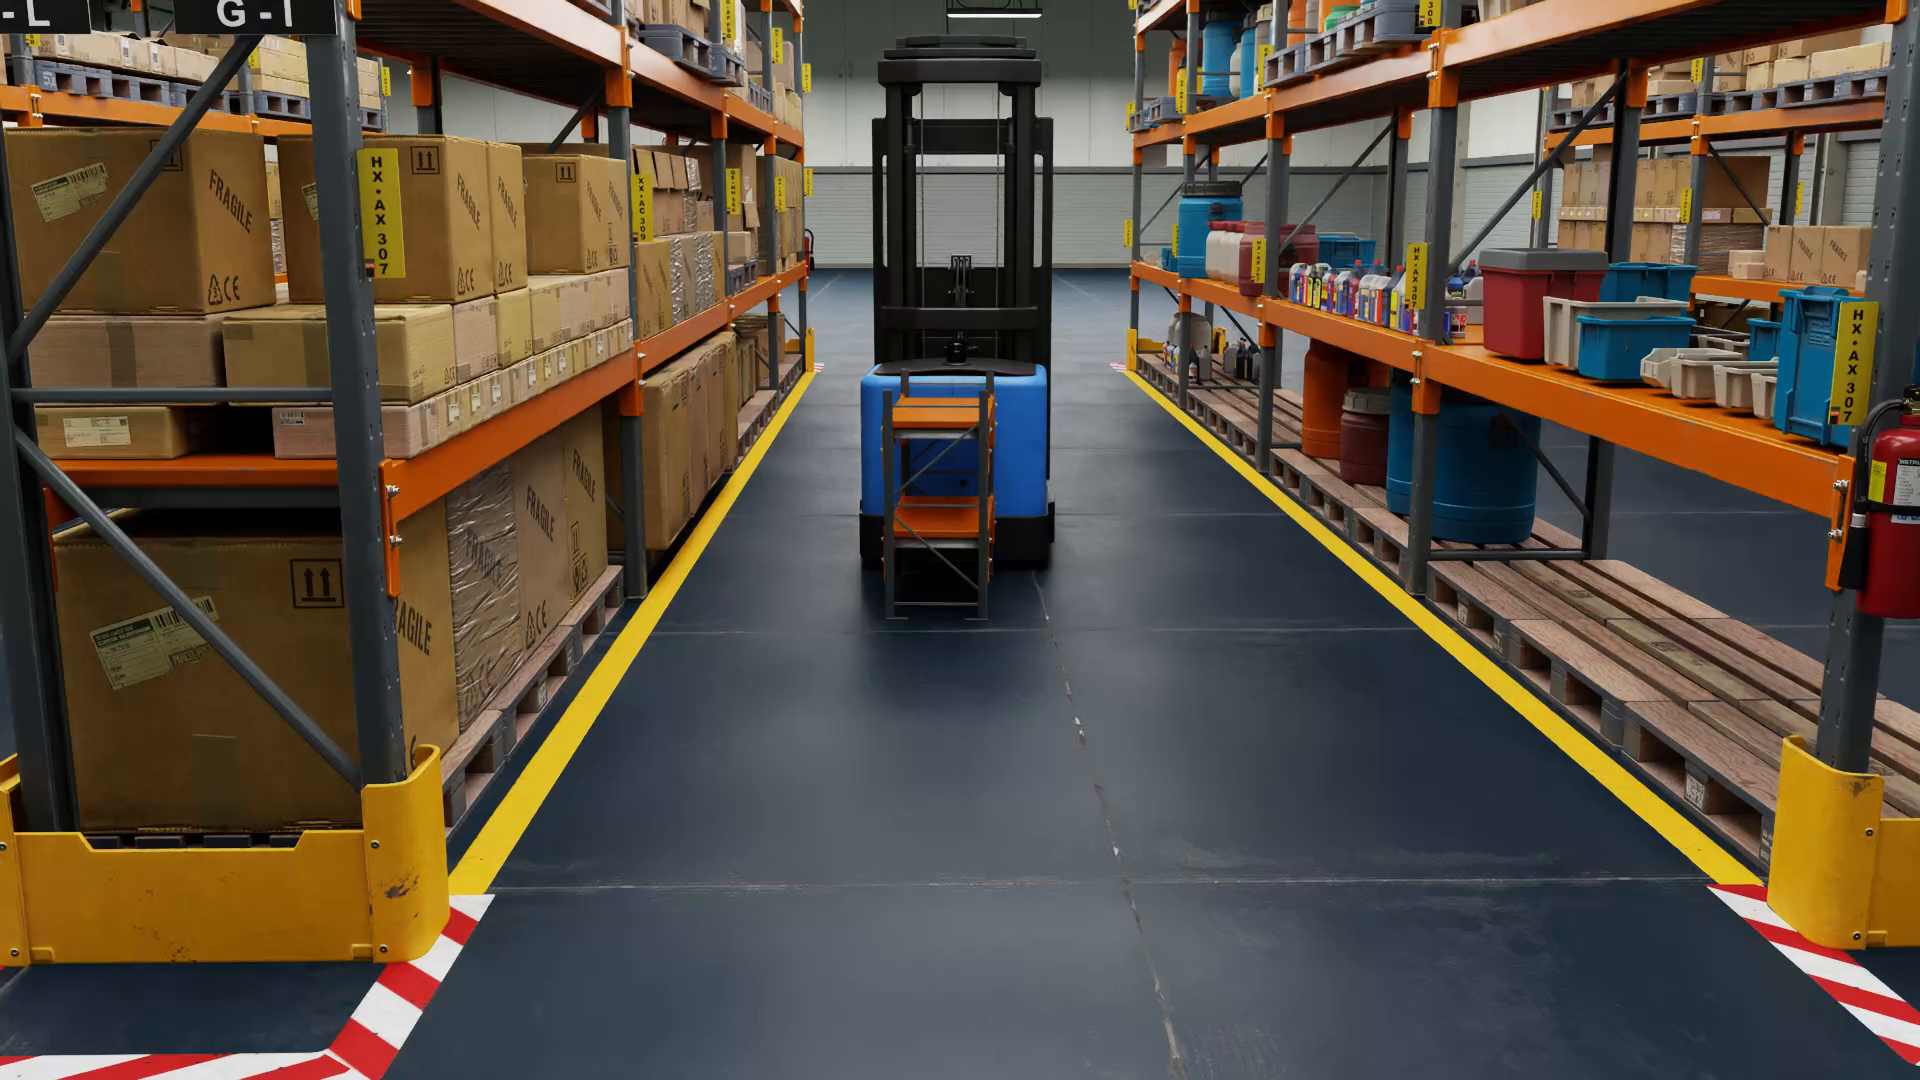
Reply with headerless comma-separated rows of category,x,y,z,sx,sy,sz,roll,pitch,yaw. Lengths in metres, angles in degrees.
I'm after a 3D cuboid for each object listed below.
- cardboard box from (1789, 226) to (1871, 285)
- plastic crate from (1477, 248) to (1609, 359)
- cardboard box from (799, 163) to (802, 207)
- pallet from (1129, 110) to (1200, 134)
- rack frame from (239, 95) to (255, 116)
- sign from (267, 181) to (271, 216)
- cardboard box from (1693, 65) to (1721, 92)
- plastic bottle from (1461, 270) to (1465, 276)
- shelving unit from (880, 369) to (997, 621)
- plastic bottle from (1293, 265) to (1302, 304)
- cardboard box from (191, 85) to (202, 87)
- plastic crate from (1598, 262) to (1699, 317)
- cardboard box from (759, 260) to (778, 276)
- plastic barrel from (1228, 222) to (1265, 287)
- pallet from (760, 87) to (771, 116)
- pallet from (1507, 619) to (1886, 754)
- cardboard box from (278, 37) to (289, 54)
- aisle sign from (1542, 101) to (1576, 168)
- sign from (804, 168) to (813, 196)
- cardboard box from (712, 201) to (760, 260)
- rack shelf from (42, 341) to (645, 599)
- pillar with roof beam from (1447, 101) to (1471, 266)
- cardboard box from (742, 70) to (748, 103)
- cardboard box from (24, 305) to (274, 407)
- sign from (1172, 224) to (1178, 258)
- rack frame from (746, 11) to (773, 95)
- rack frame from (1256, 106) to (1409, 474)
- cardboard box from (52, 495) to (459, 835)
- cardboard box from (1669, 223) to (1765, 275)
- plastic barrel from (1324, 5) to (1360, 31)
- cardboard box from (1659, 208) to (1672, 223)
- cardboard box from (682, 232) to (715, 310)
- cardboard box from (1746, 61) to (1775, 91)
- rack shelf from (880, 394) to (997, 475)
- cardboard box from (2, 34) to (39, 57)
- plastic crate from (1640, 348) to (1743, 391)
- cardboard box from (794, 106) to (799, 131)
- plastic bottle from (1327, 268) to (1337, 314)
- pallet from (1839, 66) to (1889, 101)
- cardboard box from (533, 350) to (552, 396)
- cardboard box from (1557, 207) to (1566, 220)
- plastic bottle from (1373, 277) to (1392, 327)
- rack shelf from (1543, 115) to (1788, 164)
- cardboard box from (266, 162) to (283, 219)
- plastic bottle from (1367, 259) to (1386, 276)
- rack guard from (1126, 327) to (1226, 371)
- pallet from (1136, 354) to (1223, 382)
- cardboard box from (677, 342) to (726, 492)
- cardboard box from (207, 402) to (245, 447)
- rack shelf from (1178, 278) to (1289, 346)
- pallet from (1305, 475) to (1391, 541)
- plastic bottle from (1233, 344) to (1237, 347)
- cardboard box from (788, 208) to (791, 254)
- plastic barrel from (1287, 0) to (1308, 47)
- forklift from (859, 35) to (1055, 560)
cardboard box,7.641,-2.489,14.531,0.500,0.500,0.500,0,11,-1
plastic crate,2.600,-1.069,7.473,0.402,0.464,0.583,0,11,-1
cardboard box,-2.109,-4.128,19.350,0.500,0.500,0.500,0,11,-1
pallet,2.504,-4.785,19.031,1.003,0.211,1.213,0,11,-1
rack frame,-7.246,-2.757,16.102,1.000,3.000,0.127,0,11,-1
sign,-6.703,-3.289,16.016,0.100,0.325,0.005,0,11,-1
cardboard box,7.862,-4.706,16.984,0.500,0.311,0.500,-1,12,-4
plastic bottle,3.154,-1.556,10.476,0.061,0.283,0.133,0,11,-1
shelving unit,-0.092,-0.263,8.527,0.538,1.125,1.048,1,11,3
plastic bottle,2.411,-1.809,11.753,0.097,0.271,0.097,0,11,0
cardboard box,-7.573,-4.429,16.128,0.380,0.149,0.250,0,11,-1
plastic crate,3.183,-1.117,7.911,0.392,0.384,0.575,0,11,-1
cardboard box,-1.988,-2.678,16.345,0.380,0.149,0.250,0,11,-1
plastic barrel,2.492,-2.421,14.106,0.433,0.535,0.433,0,11,0
pallet,-2.378,-4.012,15.217,1.213,0.211,1.003,0,11,-1
pallet,2.915,0.569,6.725,1.003,0.211,1.213,0,11,-1
cardboard box,-6.925,-4.924,16.560,0.380,0.149,0.250,0,11,-2
aisle sign,7.230,-4.878,20.020,0.394,0.787,0.004,0,11,-1
sign,-1.812,-4.273,19.868,0.100,0.325,0.005,0,11,-1
cardboard box,-2.156,-2.669,14.355,0.797,0.503,0.637,1,12,5
rack shelf,-2.078,-0.416,6.377,1.077,0.370,4.000,0,11,-1
pillar with roof beam,8.569,-11.171,42.488,9.100,9.000,0.548,0,11,-1
cardboard box,-1.988,-3.657,13.373,0.500,0.250,0.500,0,11,0
cardboard box,-2.312,-0.539,4.801,0.500,0.250,0.500,0,11,-2
sign,2.117,-2.913,16.176,0.100,0.325,0.005,0,11,-1
rack frame,-2.285,-5.697,15.507,1.000,3.000,0.127,0,11,-1
rack frame,2.750,-1.982,12.285,1.000,3.000,0.127,0,11,-1
cardboard box,-2.130,0.337,5.141,0.875,0.875,0.875,0,11,-1
cardboard box,7.604,-2.934,16.725,0.700,0.500,0.500,-1,11,-3
plastic barrel,2.542,-3.370,10.917,0.294,0.245,0.294,0,11,0
cardboard box,7.389,-3.318,16.987,0.380,0.149,0.250,-1,11,-3
cardboard box,-1.939,-1.815,11.207,0.500,0.500,0.500,0,11,-2
cardboard box,7.623,-4.277,15.372,0.500,0.250,0.500,1,12,5
rack shelf,-0.092,-0.550,8.469,0.538,0.278,1.000,1,11,3
cardboard box,-7.010,-3.630,12.189,0.380,0.149,0.250,-1,11,-3
plastic crate,2.671,-0.625,6.108,0.298,0.136,0.250,0,11,-1
cardboard box,-2.090,-4.755,18.783,0.500,0.250,0.500,0,11,-1
plastic bottle,2.414,-1.608,10.733,0.061,0.283,0.133,0,11,-1
pallet,7.599,-3.514,12.765,1.213,0.211,1.003,0,11,1
cardboard box,-1.747,-0.626,6.232,0.380,0.149,0.250,-1,11,-3
cardboard box,7.330,-3.880,19.757,0.380,0.149,0.250,0,11,-2
plastic bottle,2.483,-1.376,9.610,0.152,0.276,0.135,0,11,-1
rack shelf,7.578,-4.312,18.034,1.077,0.370,4.000,0,11,-1
cardboard box,-7.219,-3.433,16.342,0.875,0.550,0.550,0,11,-1
plastic bottle,2.613,-1.591,10.479,0.144,0.351,0.185,0,11,-1
rack guard,2.633,-2.332,20.298,1.175,0.500,0.348,0,11,-1
pallet,2.645,-2.029,19.531,1.003,0.211,1.213,0,11,-1
cardboard box,-2.198,-0.812,10.804,1.225,0.875,0.875,0,11,-1
cardboard box,-2.380,-0.369,4.968,0.380,0.149,0.250,0,11,-1
rack shelf,2.709,-2.027,14.316,1.077,0.370,4.000,0,11,-1
pallet,2.830,-0.217,10.598,1.003,0.211,1.213,0,11,-1
plastic bottle,3.042,-2.012,18.176,0.152,0.276,0.135,-1,11,-3
cardboard box,-2.287,-3.339,17.976,0.875,0.500,0.500,0,11,-1
plastic barrel,2.937,-3.957,13.394,0.600,0.830,0.708,0,11,-1
forklift,0.028,-1.560,10.378,1.130,2.935,3.031,1,11,3
